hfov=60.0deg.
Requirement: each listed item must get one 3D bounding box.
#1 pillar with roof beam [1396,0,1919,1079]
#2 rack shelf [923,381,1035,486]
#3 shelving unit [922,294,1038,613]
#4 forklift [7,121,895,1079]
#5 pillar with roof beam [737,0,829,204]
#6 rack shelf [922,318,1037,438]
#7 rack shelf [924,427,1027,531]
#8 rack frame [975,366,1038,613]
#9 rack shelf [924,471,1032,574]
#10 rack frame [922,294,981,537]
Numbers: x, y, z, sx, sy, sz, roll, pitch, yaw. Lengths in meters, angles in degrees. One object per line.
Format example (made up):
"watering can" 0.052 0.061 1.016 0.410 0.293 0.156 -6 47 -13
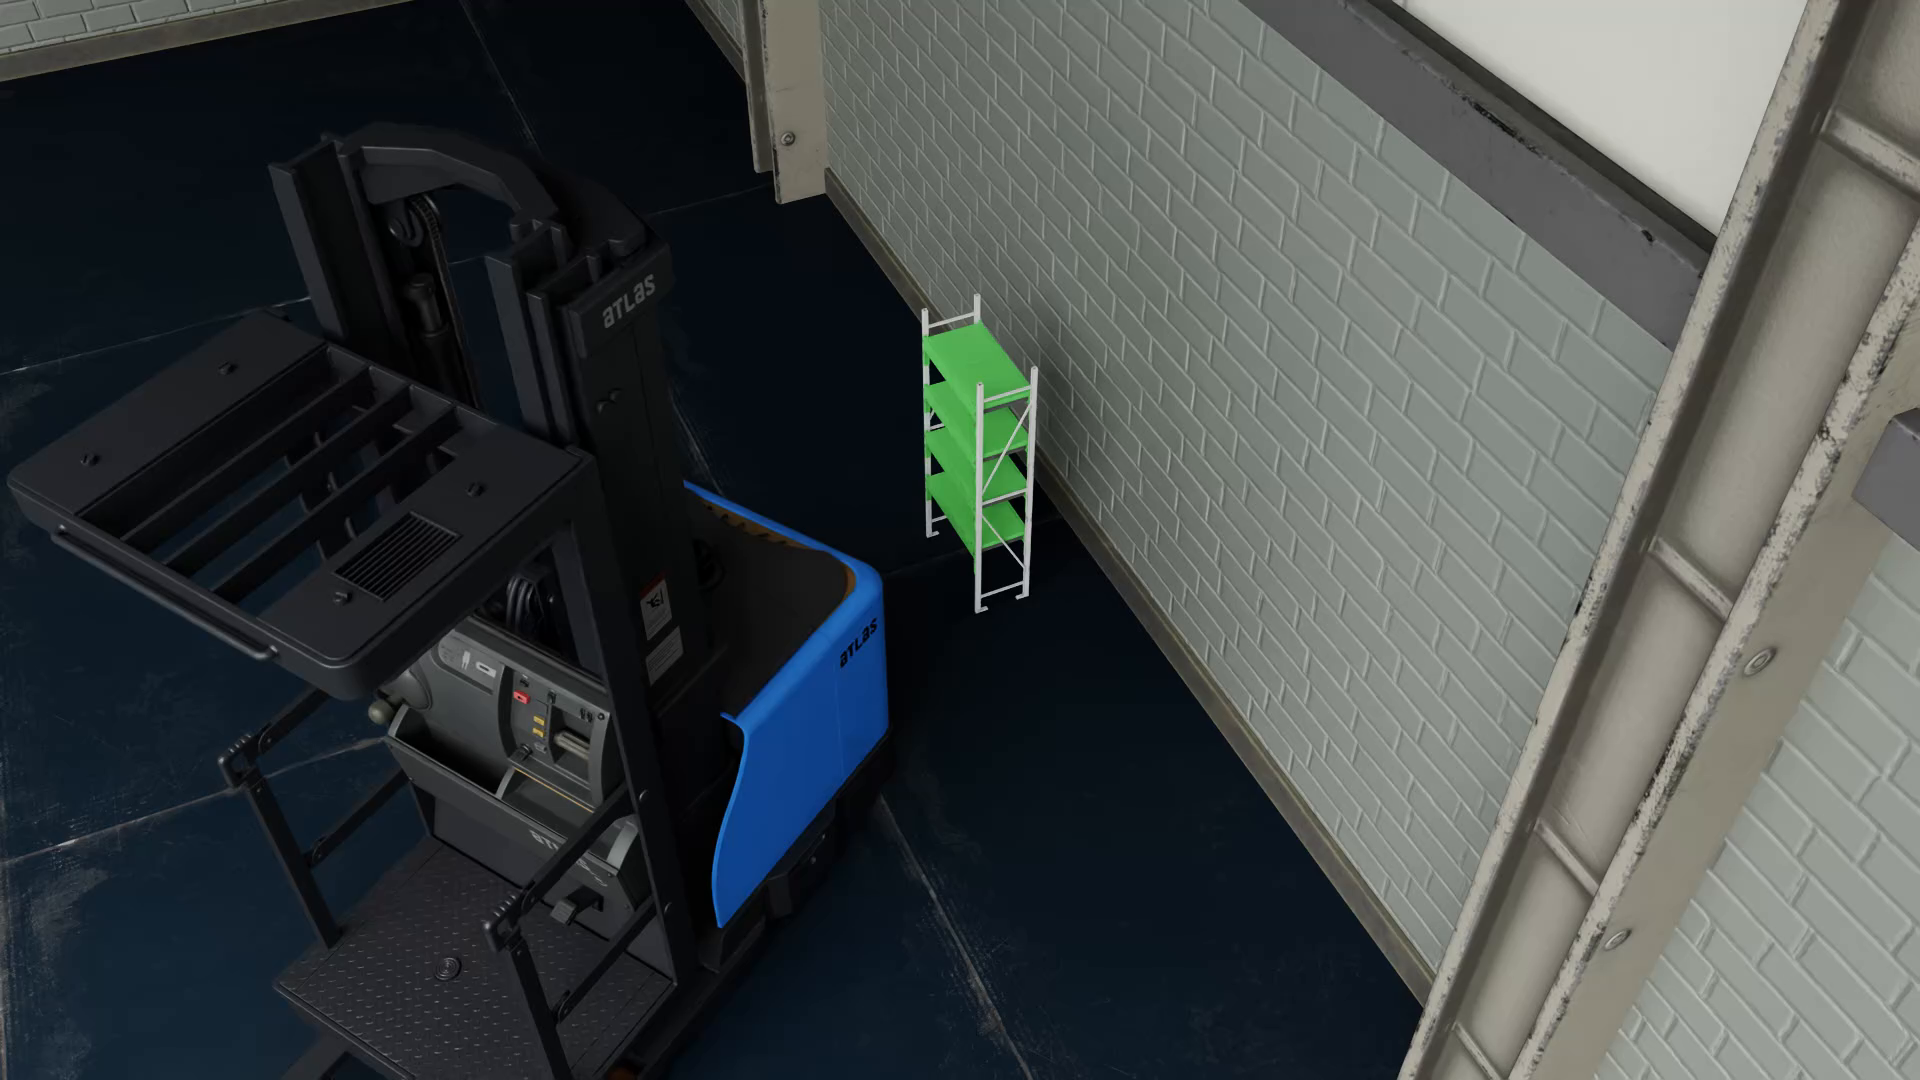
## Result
"pillar with roof beam" -2.302 -0.086 0.799 9.100 9.000 0.400 -18 47 -17
"rack shelf" 0.070 -0.447 6.467 0.258 0.148 0.480 -18 47 -17
"shelving unit" 0.070 -0.322 6.591 0.258 1.200 0.503 -18 47 -17
"forklift" -1.448 0.520 4.505 1.130 2.935 3.031 24 49 22
"pillar with roof beam" -4.825 -3.910 4.674 9.100 9.000 0.400 -18 47 -17
"rack shelf" 0.070 -0.618 6.298 0.258 0.148 0.480 -18 47 -17
"rack shelf" 0.070 -0.276 6.635 0.258 0.148 0.480 -18 47 -17
"rack frame" 0.172 -0.166 6.433 0.240 1.200 0.015 -18 47 -17
"rack shelf" 0.070 -0.105 6.804 0.258 0.148 0.480 -18 47 -17
"rack frame" -0.033 -0.477 6.748 0.240 1.200 0.015 -18 47 -17
